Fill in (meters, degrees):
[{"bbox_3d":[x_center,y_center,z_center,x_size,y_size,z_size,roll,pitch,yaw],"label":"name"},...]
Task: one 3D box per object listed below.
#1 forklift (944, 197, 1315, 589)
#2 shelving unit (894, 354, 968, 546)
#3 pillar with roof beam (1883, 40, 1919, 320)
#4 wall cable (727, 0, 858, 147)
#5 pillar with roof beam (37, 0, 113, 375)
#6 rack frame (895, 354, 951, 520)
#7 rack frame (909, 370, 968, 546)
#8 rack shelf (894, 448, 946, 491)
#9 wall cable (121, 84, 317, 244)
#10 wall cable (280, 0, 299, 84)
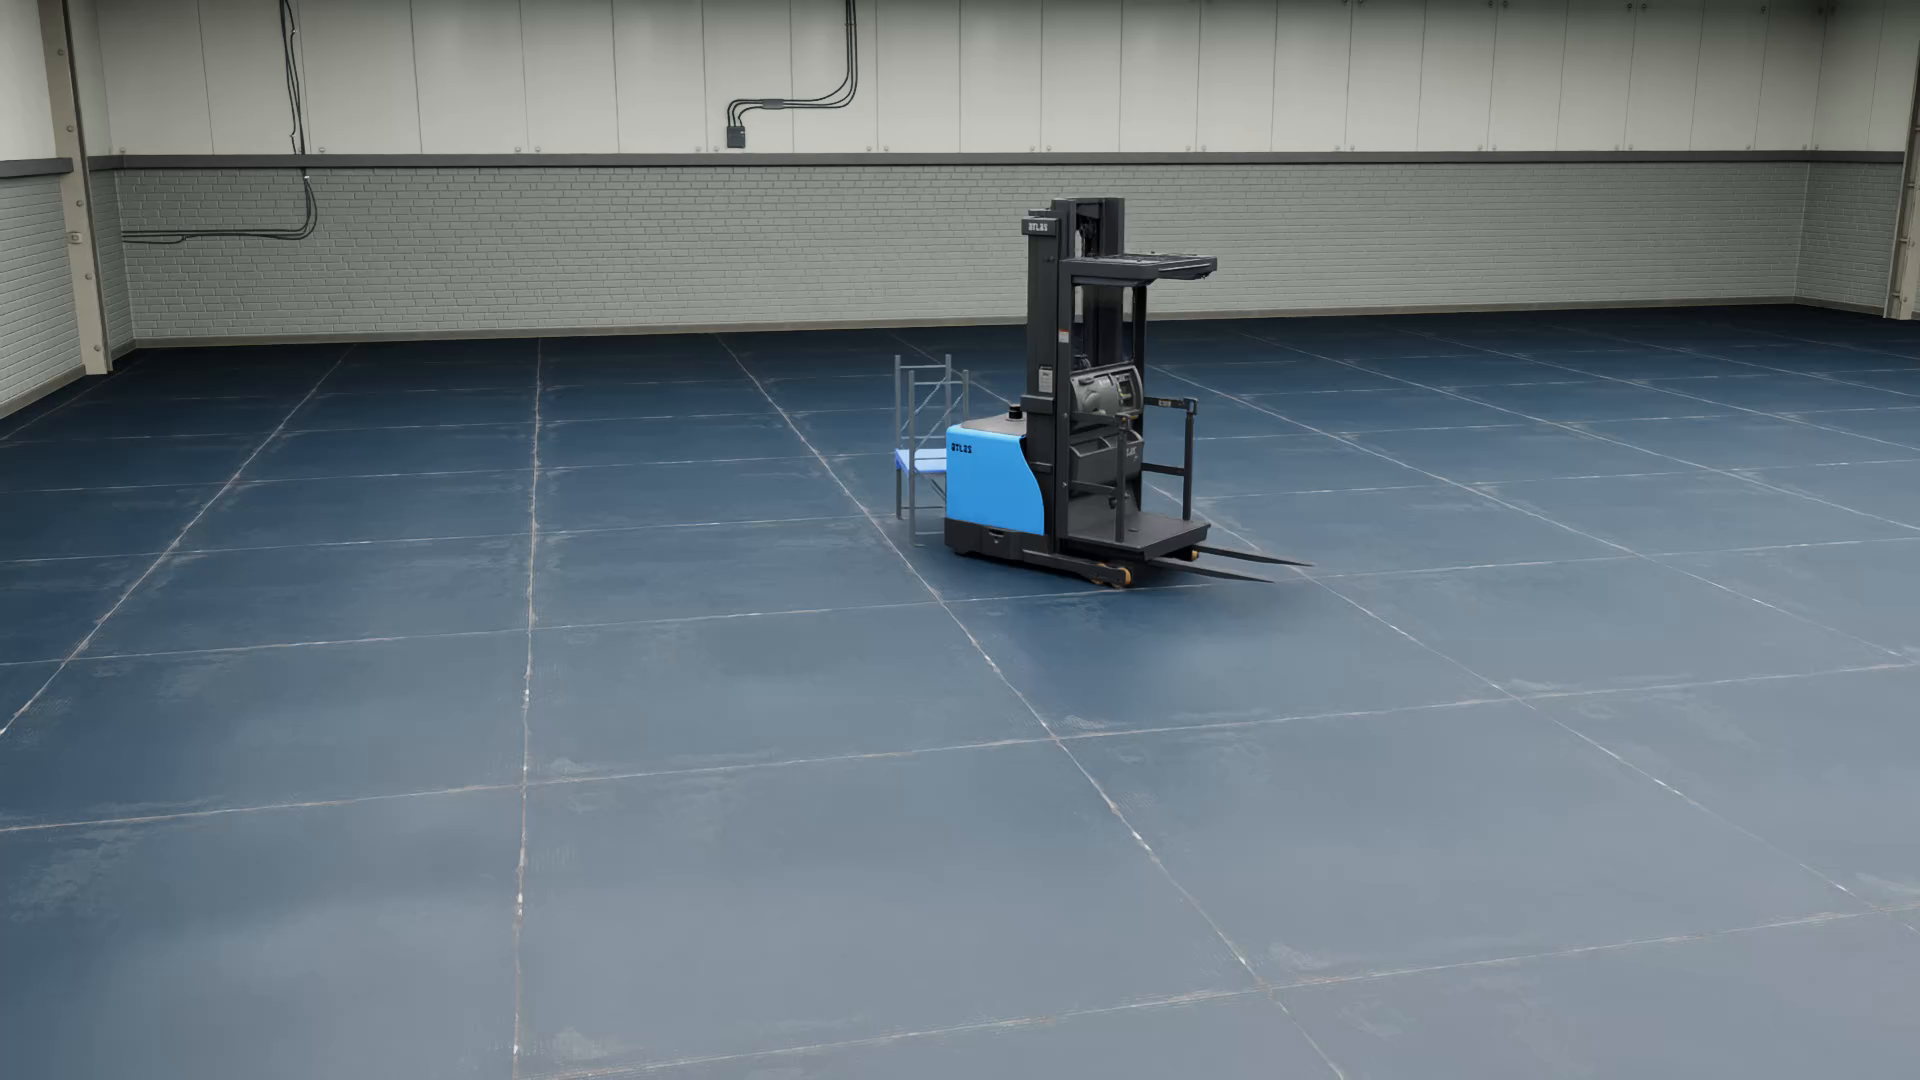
[{"bbox_3d":[1.336,-1.188,13.115,3.031,2.935,1.130,11,17,37],"label":"forklift"},{"bbox_3d":[-0.257,-0.807,14.571,0.538,1.500,1.048,-2,14,-8],"label":"shelving unit"},{"bbox_3d":[13.712,-8.362,29.691,9.100,9.000,0.400,-3,14,-13],"label":"pillar with roof beam"},{"bbox_3d":[-2.897,-9.777,28.318,2.305,6.003,0.169,-3,14,-13],"label":"wall cable"},{"bbox_3d":[-8.538,-7.086,24.469,9.100,9.000,0.400,-3,14,-13],"label":"pillar with roof beam"},{"bbox_3d":[-0.333,-0.926,15.059,0.500,1.500,0.032,-2,14,-8],"label":"rack frame"},{"bbox_3d":[-0.180,-0.688,14.083,0.500,1.500,0.032,-2,14,-8],"label":"rack frame"},{"bbox_3d":[-0.257,-0.632,14.614,0.538,0.185,1.000,-2,14,-8],"label":"rack shelf"},{"bbox_3d":[-12.129,-6.091,26.939,3.097,2.526,0.112,-3,14,-13],"label":"wall cable"},{"bbox_3d":[-9.499,-8.695,26.957,3.097,2.526,0.112,-3,14,-13],"label":"wall cable"}]
